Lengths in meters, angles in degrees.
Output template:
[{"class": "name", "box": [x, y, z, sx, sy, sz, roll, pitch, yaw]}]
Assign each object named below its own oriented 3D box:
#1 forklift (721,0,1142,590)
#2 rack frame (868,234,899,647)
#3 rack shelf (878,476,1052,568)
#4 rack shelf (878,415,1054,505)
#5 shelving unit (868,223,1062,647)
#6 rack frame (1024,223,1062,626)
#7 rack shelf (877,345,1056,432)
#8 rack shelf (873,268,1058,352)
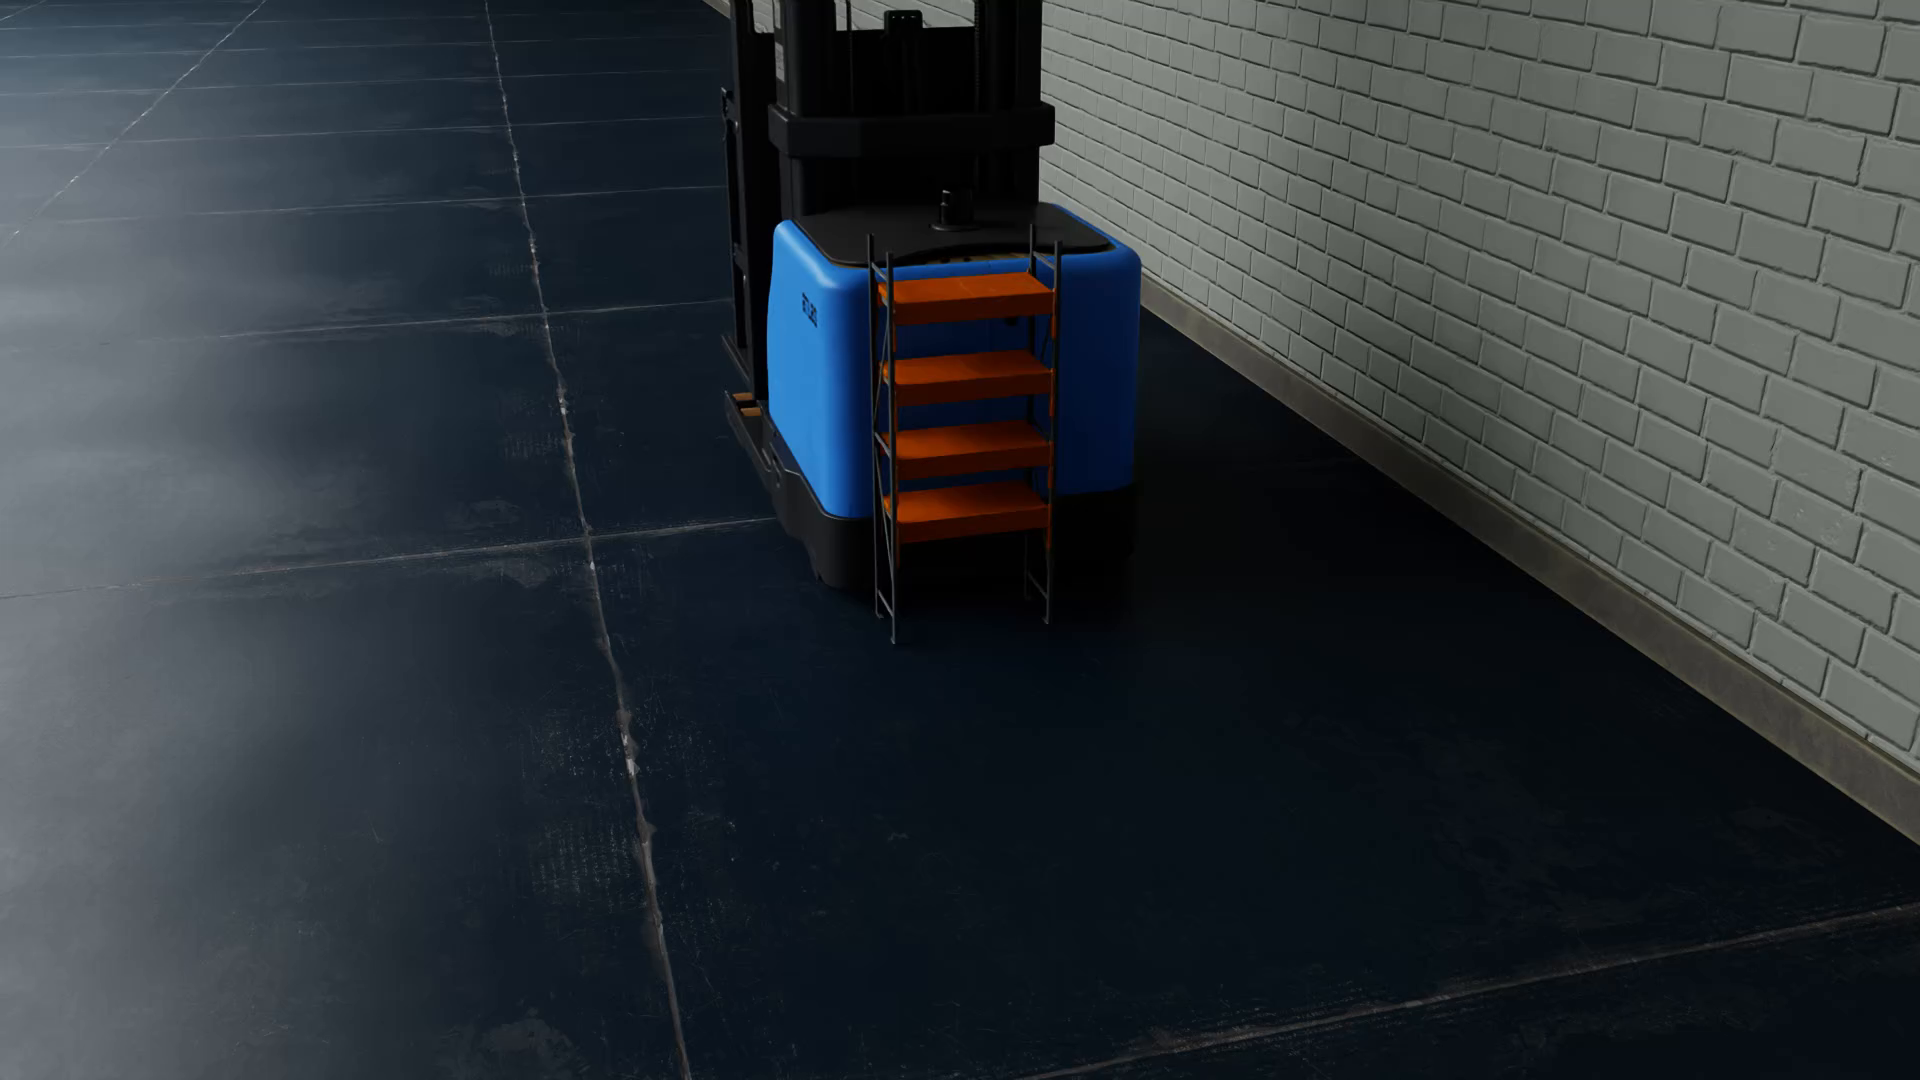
[{"class": "forklift", "box": [-0.325, -1.743, 6.096, 1.130, 2.935, 3.031, -7, 24, -15]}, {"class": "rack frame", "box": [-0.223, -0.277, 4.873, 0.015, 1.200, 0.240, -7, 24, -15]}, {"class": "rack shelf", "box": [0.011, -0.059, 5.041, 0.480, 0.148, 0.258, -7, 24, -15]}, {"class": "rack shelf", "box": [0.011, -0.242, 4.962, 0.480, 0.148, 0.258, -7, 24, -15]}, {"class": "shelving unit", "box": [0.011, -0.304, 4.935, 0.503, 1.200, 0.258, -7, 24, -15]}, {"class": "rack frame", "box": [0.245, -0.331, 4.998, 0.015, 1.200, 0.240, -7, 24, -15]}, {"class": "rack shelf", "box": [0.011, -0.447, 4.874, 0.480, 0.148, 0.258, -7, 24, -15]}, {"class": "rack shelf", "box": [0.011, -0.665, 4.780, 0.480, 0.148, 0.258, -7, 24, -15]}]
